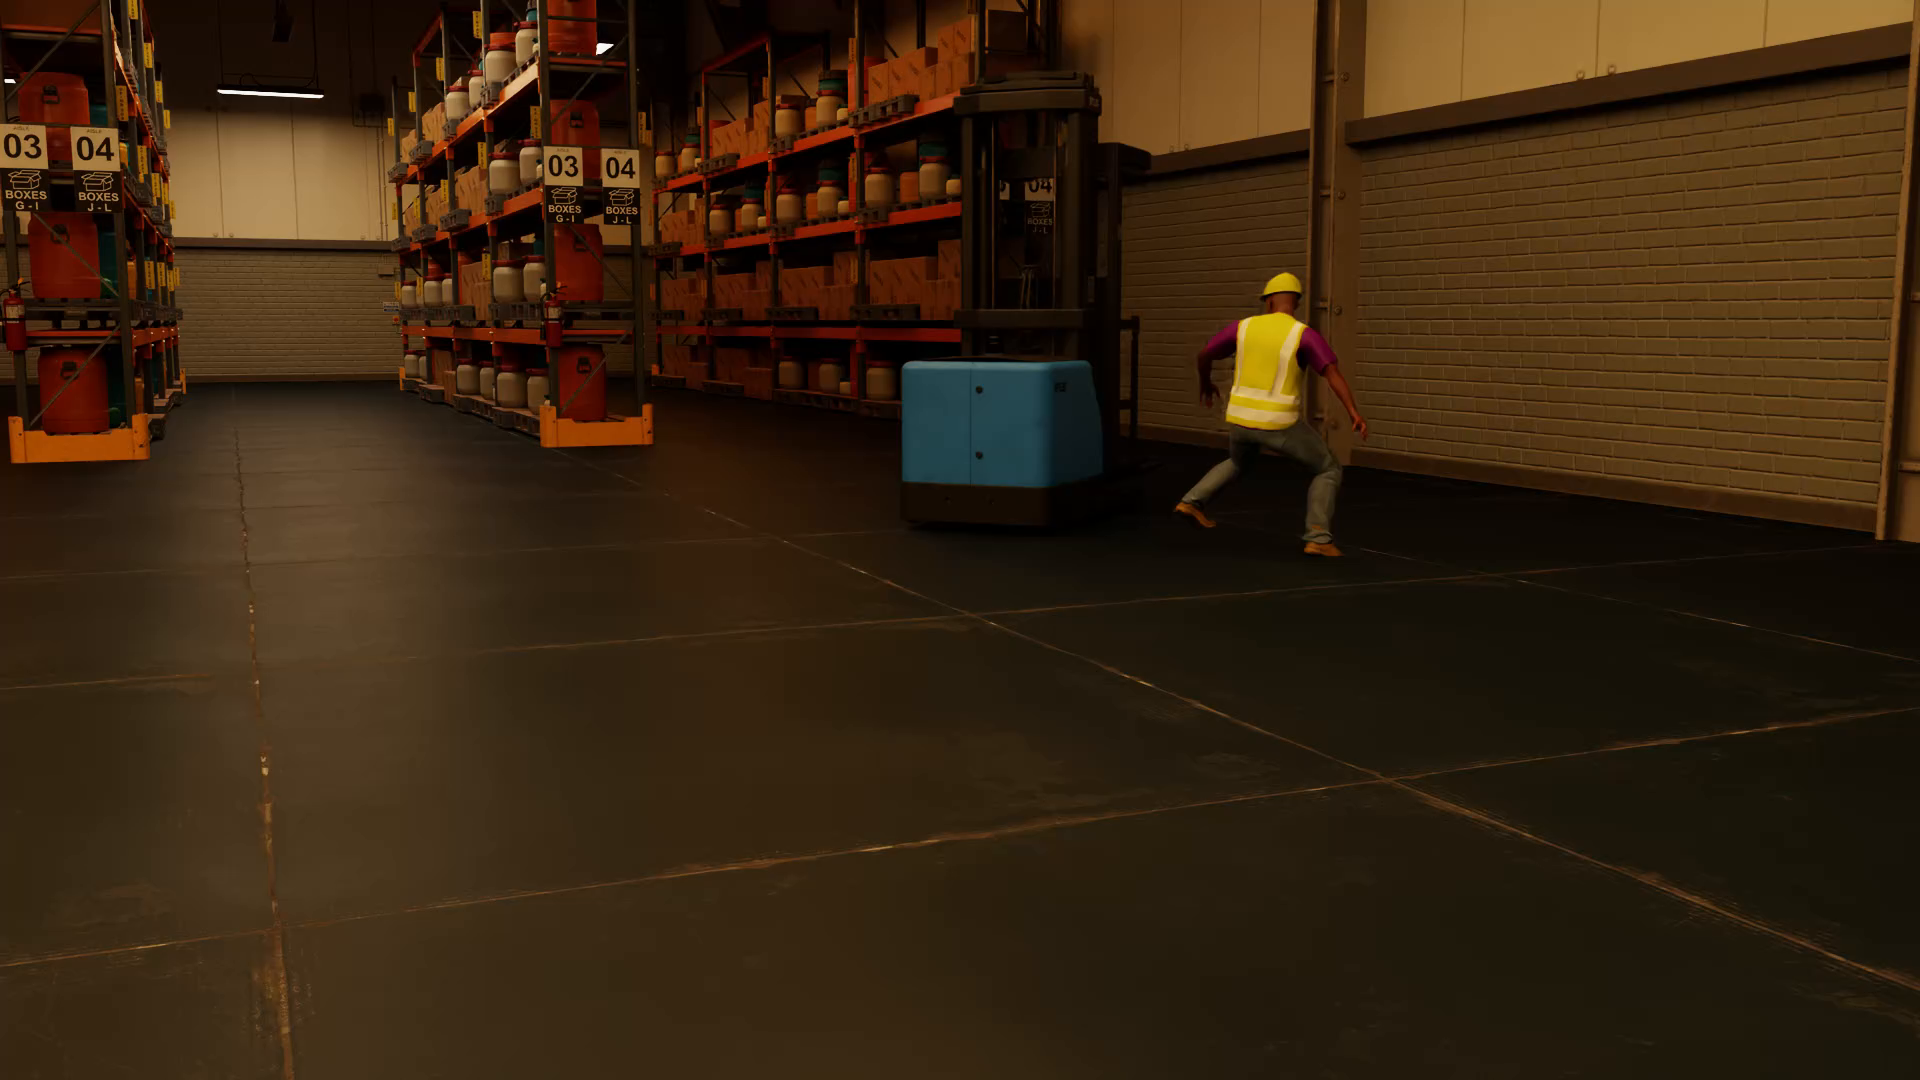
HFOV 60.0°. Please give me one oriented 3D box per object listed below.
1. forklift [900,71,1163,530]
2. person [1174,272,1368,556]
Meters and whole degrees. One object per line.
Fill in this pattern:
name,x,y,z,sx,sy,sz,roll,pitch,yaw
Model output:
forklift,0.670,-1.669,11.599,1.130,2.935,3.031,3,8,23
person,1.842,-0.701,9.542,1.214,1.653,0.517,7,10,43
